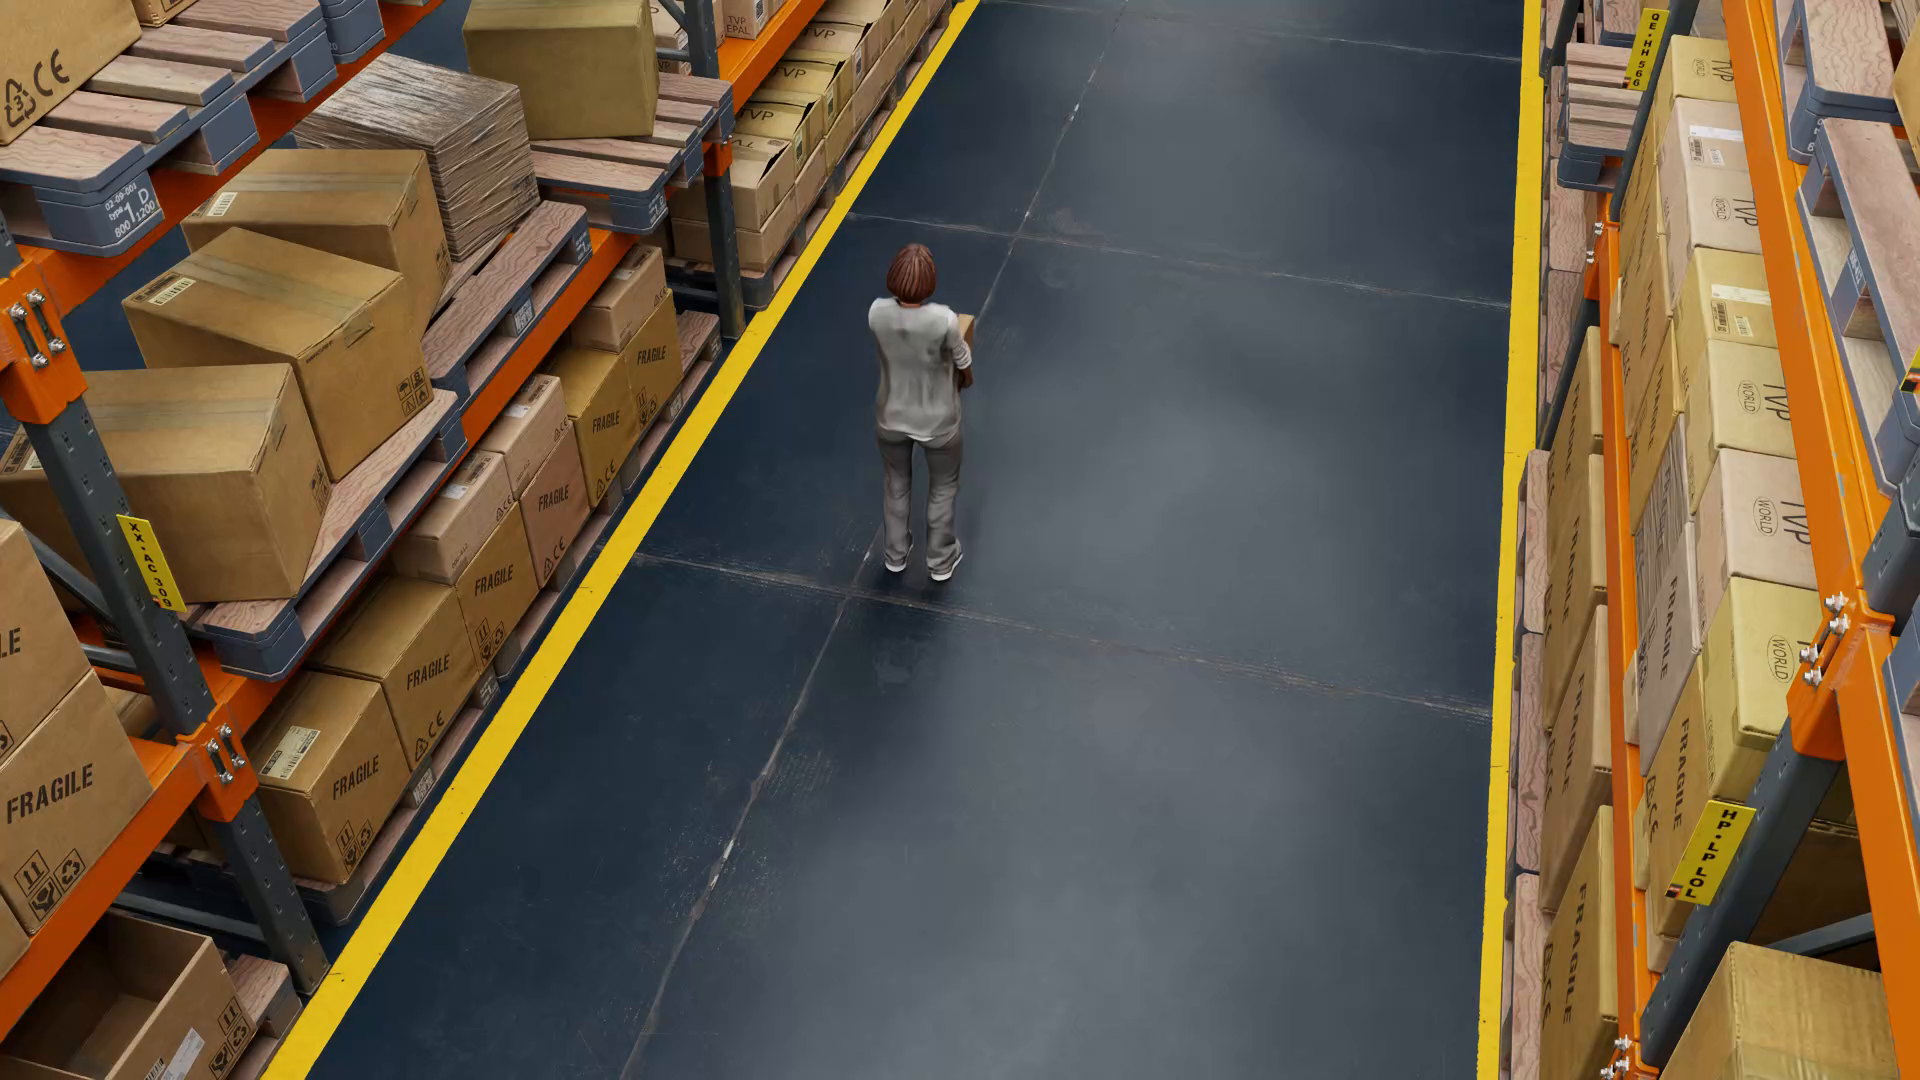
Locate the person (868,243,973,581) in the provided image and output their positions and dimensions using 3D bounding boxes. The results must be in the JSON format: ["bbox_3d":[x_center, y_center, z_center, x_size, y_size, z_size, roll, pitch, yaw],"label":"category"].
[{"bbox_3d":[-0.150,-0.548,6.787,0.375,1.600,0.502,10,43,11],"label":"person"}]
